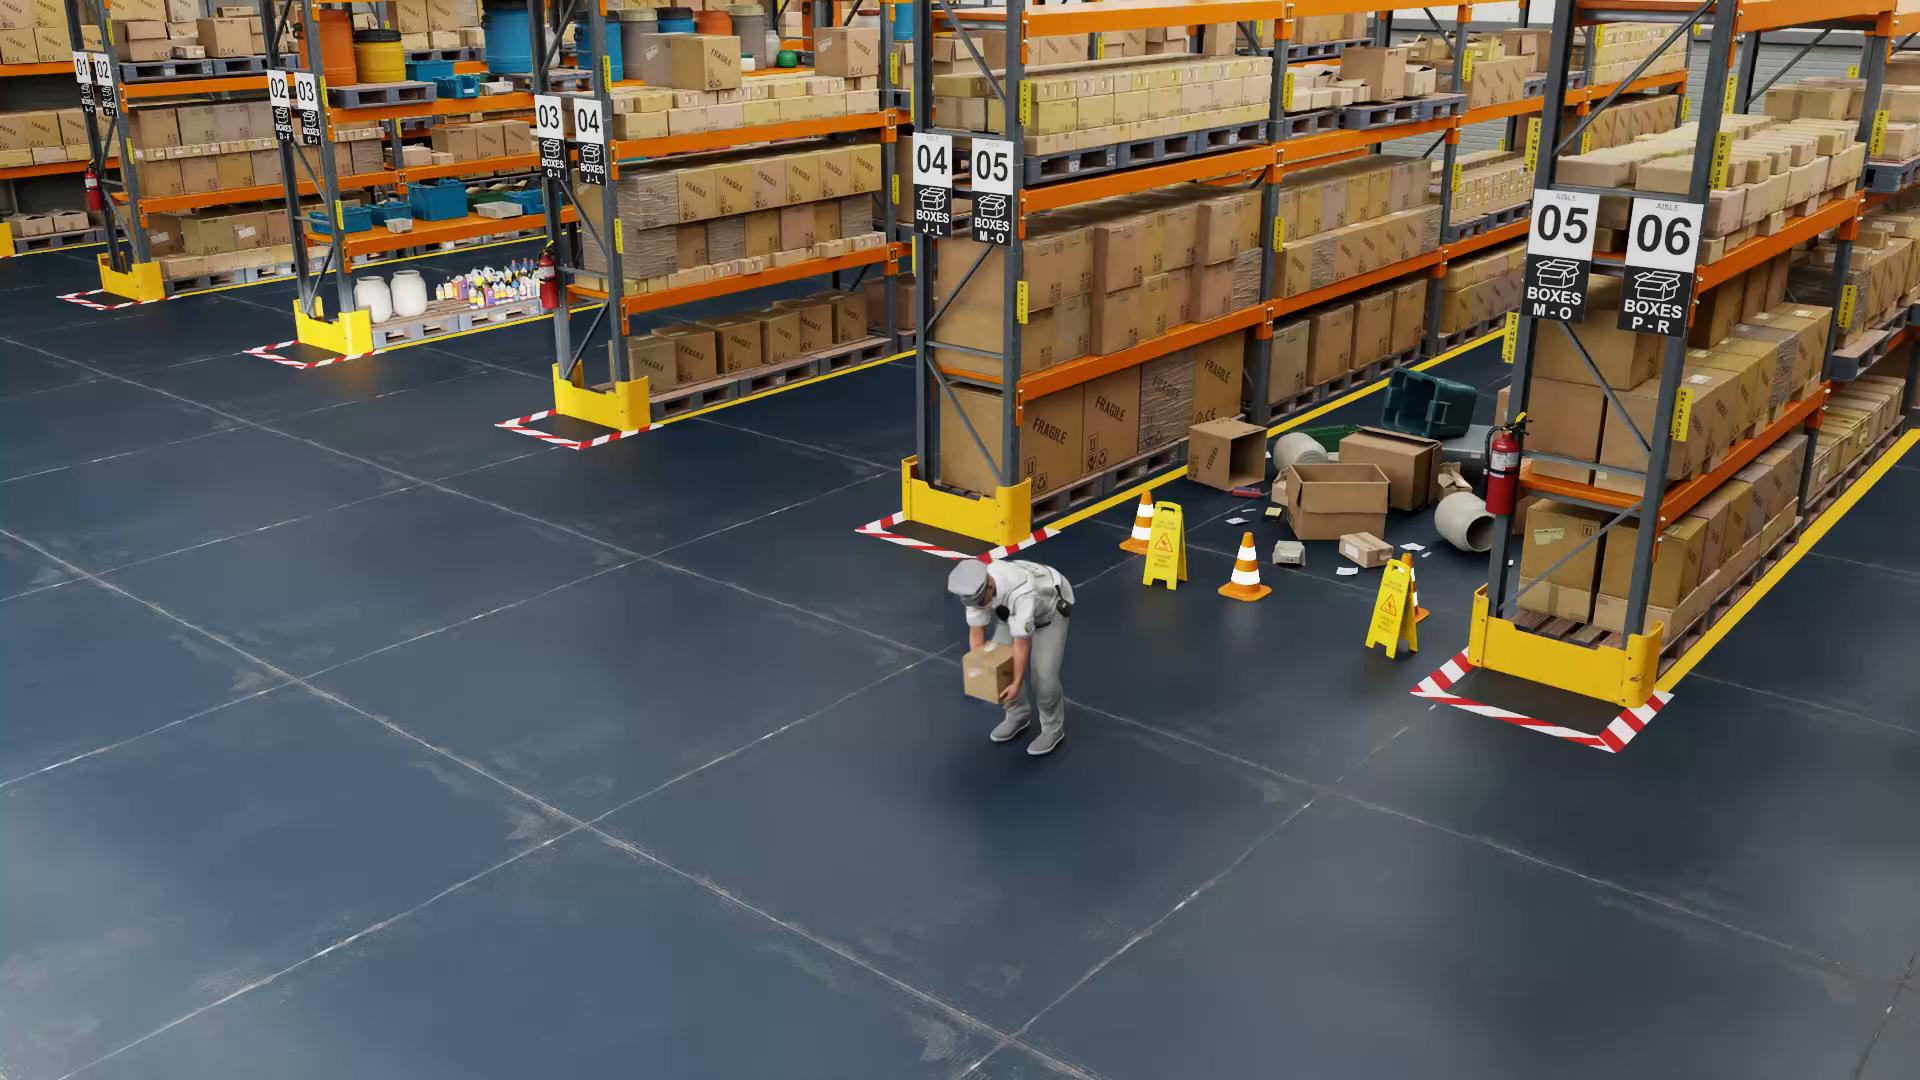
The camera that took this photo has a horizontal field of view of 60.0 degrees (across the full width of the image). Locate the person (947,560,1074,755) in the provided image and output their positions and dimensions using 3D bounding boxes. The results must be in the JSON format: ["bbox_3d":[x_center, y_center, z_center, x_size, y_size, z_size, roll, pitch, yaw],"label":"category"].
[{"bbox_3d":[0.278,0.661,9.848,0.480,1.351,0.995,15,25,35],"label":"person"}]
